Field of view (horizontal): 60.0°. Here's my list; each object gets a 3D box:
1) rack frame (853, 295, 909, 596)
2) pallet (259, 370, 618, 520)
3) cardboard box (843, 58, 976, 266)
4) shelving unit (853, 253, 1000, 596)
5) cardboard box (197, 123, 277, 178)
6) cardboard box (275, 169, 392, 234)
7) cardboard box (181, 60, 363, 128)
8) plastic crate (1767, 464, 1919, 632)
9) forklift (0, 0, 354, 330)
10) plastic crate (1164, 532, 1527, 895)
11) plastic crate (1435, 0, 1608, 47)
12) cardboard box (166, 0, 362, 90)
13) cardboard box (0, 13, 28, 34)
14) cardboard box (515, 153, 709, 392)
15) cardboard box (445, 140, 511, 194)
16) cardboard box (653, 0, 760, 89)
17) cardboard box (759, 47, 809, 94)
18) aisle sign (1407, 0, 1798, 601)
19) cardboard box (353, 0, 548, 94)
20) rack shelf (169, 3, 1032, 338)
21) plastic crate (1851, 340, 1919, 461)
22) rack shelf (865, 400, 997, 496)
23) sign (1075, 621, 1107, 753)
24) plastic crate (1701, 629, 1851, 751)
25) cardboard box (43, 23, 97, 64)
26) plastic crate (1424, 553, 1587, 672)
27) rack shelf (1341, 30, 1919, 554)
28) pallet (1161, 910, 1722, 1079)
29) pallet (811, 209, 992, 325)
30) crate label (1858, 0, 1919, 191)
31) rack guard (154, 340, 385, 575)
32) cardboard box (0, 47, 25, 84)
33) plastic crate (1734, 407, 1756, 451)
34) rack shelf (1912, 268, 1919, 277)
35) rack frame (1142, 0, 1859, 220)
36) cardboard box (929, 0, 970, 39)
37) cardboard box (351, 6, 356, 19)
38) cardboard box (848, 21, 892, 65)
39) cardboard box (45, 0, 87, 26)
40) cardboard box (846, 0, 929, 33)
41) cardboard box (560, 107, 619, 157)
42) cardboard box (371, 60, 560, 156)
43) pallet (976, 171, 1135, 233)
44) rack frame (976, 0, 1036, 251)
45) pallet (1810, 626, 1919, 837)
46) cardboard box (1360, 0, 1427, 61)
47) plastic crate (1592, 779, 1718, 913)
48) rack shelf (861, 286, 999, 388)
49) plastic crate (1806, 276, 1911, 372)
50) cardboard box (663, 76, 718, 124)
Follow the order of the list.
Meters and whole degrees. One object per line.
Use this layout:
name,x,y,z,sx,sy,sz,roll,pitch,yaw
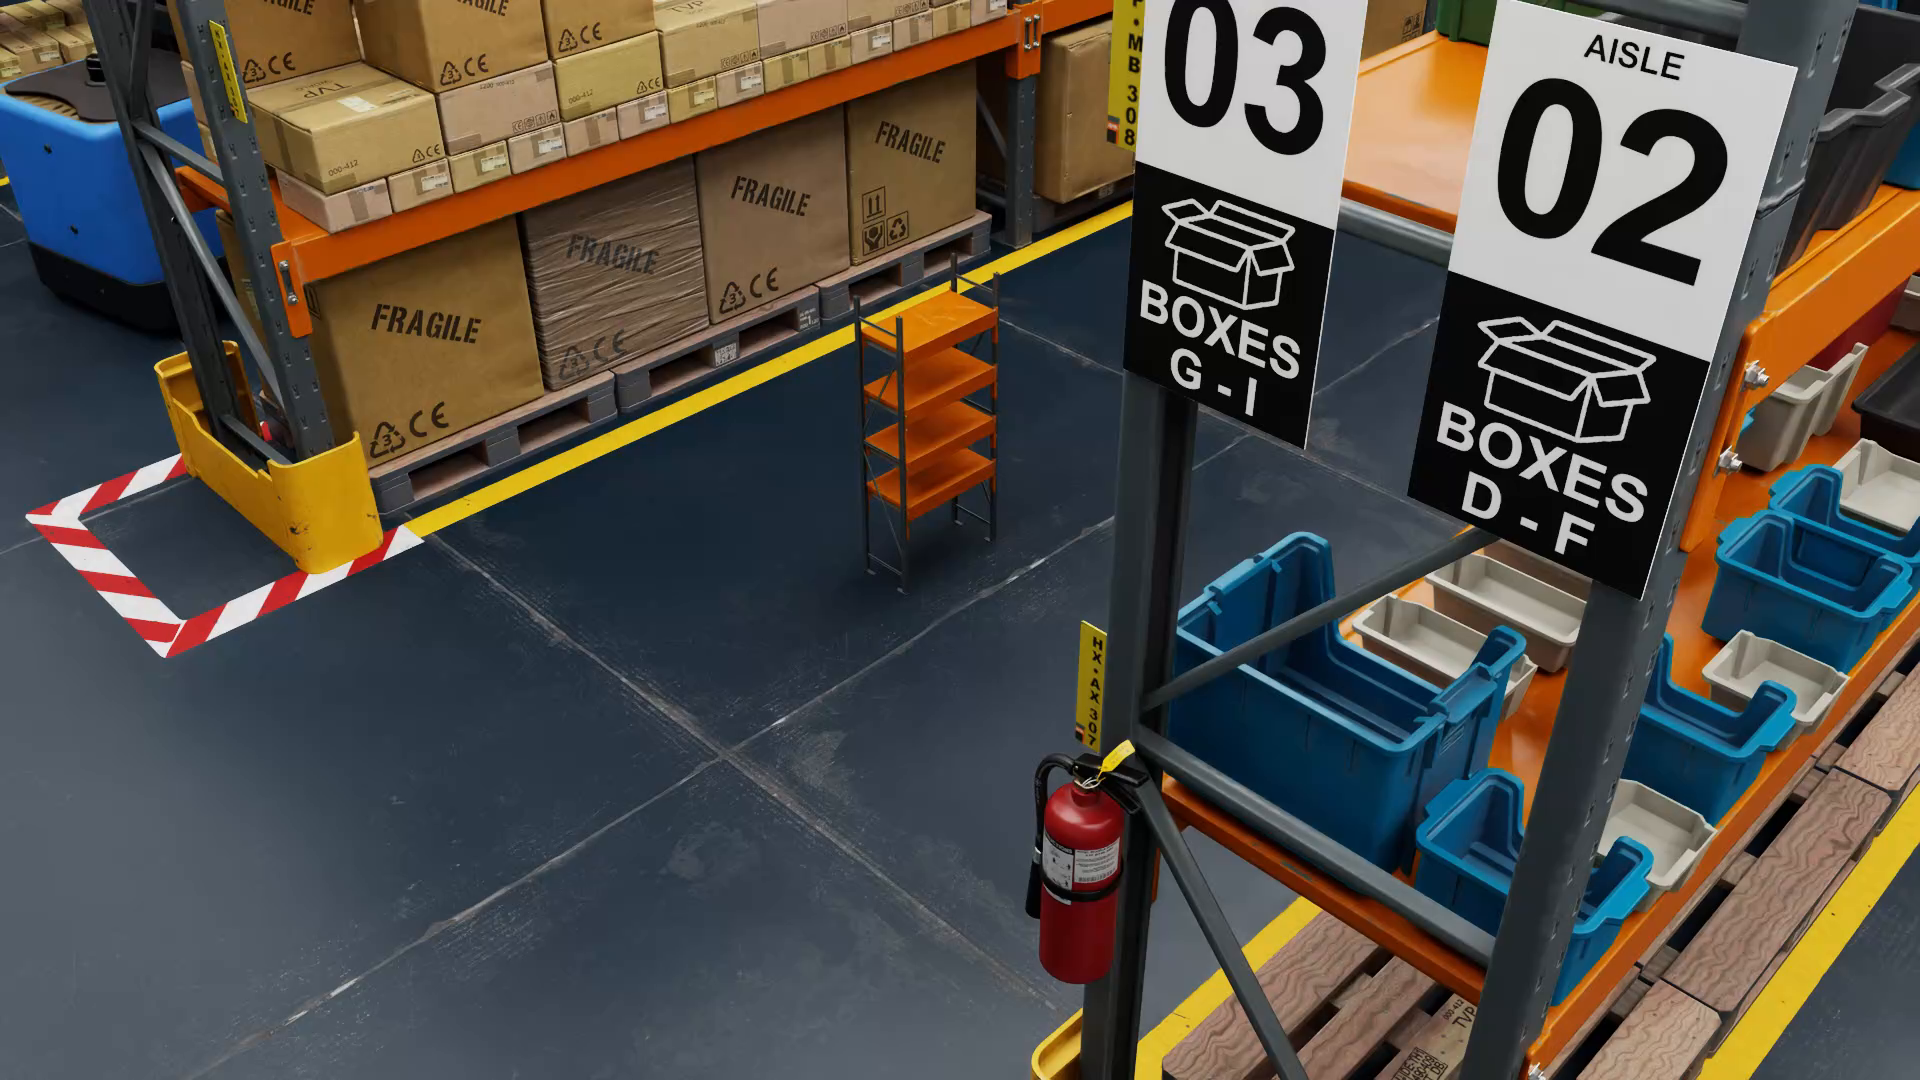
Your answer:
rack frame,-0.289,-0.326,6.168,0.240,1.200,0.015,30,45,35
pallet,-2.316,-0.606,7.434,1.003,0.211,1.213,30,45,35
cardboard box,-0.527,-2.082,8.604,0.875,0.875,0.875,30,45,35
shelving unit,-0.117,-0.425,6.310,0.258,1.200,0.503,30,45,35
cardboard box,-2.807,-1.568,6.595,0.250,0.149,0.380,-29,44,-35
cardboard box,-2.340,-1.301,6.214,0.250,0.149,0.380,-29,44,-35
cardboard box,-2.671,-1.758,6.519,0.500,0.250,0.500,29,44,35
plastic crate,2.238,0.023,4.189,0.416,0.233,0.300,30,45,35
forklift,-3.474,-3.024,8.523,1.130,2.935,3.031,21,40,28
plastic crate,0.794,0.352,3.539,0.616,0.435,0.499,30,45,35
plastic crate,1.183,-1.056,3.205,0.450,0.188,0.336,30,45,35
cardboard box,-2.667,-2.065,6.305,0.500,0.500,0.500,-29,44,-35
cardboard box,-5.862,-3.076,10.144,0.250,0.149,0.380,-29,44,-35
cardboard box,-1.789,-1.356,7.562,0.875,0.875,0.875,30,45,35
cardboard box,-1.980,-1.510,6.513,0.380,0.149,0.250,28,44,34
cardboard box,-1.212,-2.170,7.110,0.500,0.250,0.500,29,44,34
cardboard box,-0.893,-2.136,7.411,0.380,0.149,0.250,29,44,35
aisle sign,0.851,-0.315,2.306,0.394,0.787,0.004,30,45,35
cardboard box,-1.942,-2.050,6.283,0.500,0.500,0.500,28,44,34
rack shelf,-1.415,-1.910,7.496,1.077,0.370,4.000,30,45,35
plastic crate,2.911,-0.370,4.846,0.437,0.125,0.590,30,45,35
rack shelf,-0.117,-0.370,6.349,0.258,0.148,0.480,30,45,35
sign,0.289,0.321,3.525,0.100,0.325,0.005,30,45,35
plastic crate,1.861,0.347,3.809,0.250,0.136,0.298,30,45,35
cardboard box,-5.285,-2.967,9.987,0.380,0.149,0.250,29,44,35
plastic crate,1.351,0.171,4.061,0.396,0.136,0.243,30,45,35
rack shelf,2.100,-1.144,3.775,1.077,0.370,4.000,30,45,35
pallet,1.300,1.427,4.519,1.003,0.211,1.213,30,45,35
pallet,-0.597,-1.596,8.854,1.003,0.211,1.213,30,45,35
crate label,1.570,-0.811,2.798,0.408,0.251,0.502,30,45,35
rack guard,-2.841,-0.358,6.827,1.175,0.500,0.348,30,45,35
cardboard box,-5.662,-2.756,9.685,0.380,0.149,0.250,27,43,33
plastic crate,1.956,-0.290,4.638,0.416,0.233,0.300,30,45,35
rack shelf,4.918,-1.538,6.962,1.077,0.370,4.000,30,45,35
rack frame,0.691,-1.858,1.547,1.000,3.000,0.127,30,45,35
cardboard box,-0.170,-2.553,8.009,0.250,0.149,0.380,-29,44,-35
cardboard box,-4.221,-3.522,11.043,0.250,0.149,0.380,-29,44,-35
cardboard box,-0.531,-2.345,7.710,0.250,0.149,0.380,-29,44,-35
cardboard box,-5.542,-3.312,10.482,0.380,0.149,0.250,28,43,34
cardboard box,-0.493,-2.582,7.701,0.500,0.250,0.500,-28,44,-34
cardboard box,-1.617,-1.719,6.813,0.380,0.149,0.250,29,44,34
cardboard box,-1.933,-1.754,6.513,0.500,0.250,0.500,29,44,35
pallet,0.485,-2.217,9.744,1.003,0.211,1.213,30,45,35
rack frame,-0.006,-3.017,8.454,1.000,3.000,0.127,30,45,35
pallet,3.019,0.437,5.939,1.003,0.211,1.213,30,45,35
cardboard box,2.312,-3.670,10.880,1.225,0.875,0.875,27,43,33
plastic crate,1.383,0.622,3.414,0.250,0.136,0.298,30,45,35
rack shelf,-0.117,-0.747,6.086,0.258,0.148,0.480,30,45,35
plastic crate,2.702,-0.810,5.181,0.402,0.464,0.583,30,45,35
cardboard box,-1.257,-1.926,7.110,0.380,0.149,0.250,28,44,34
